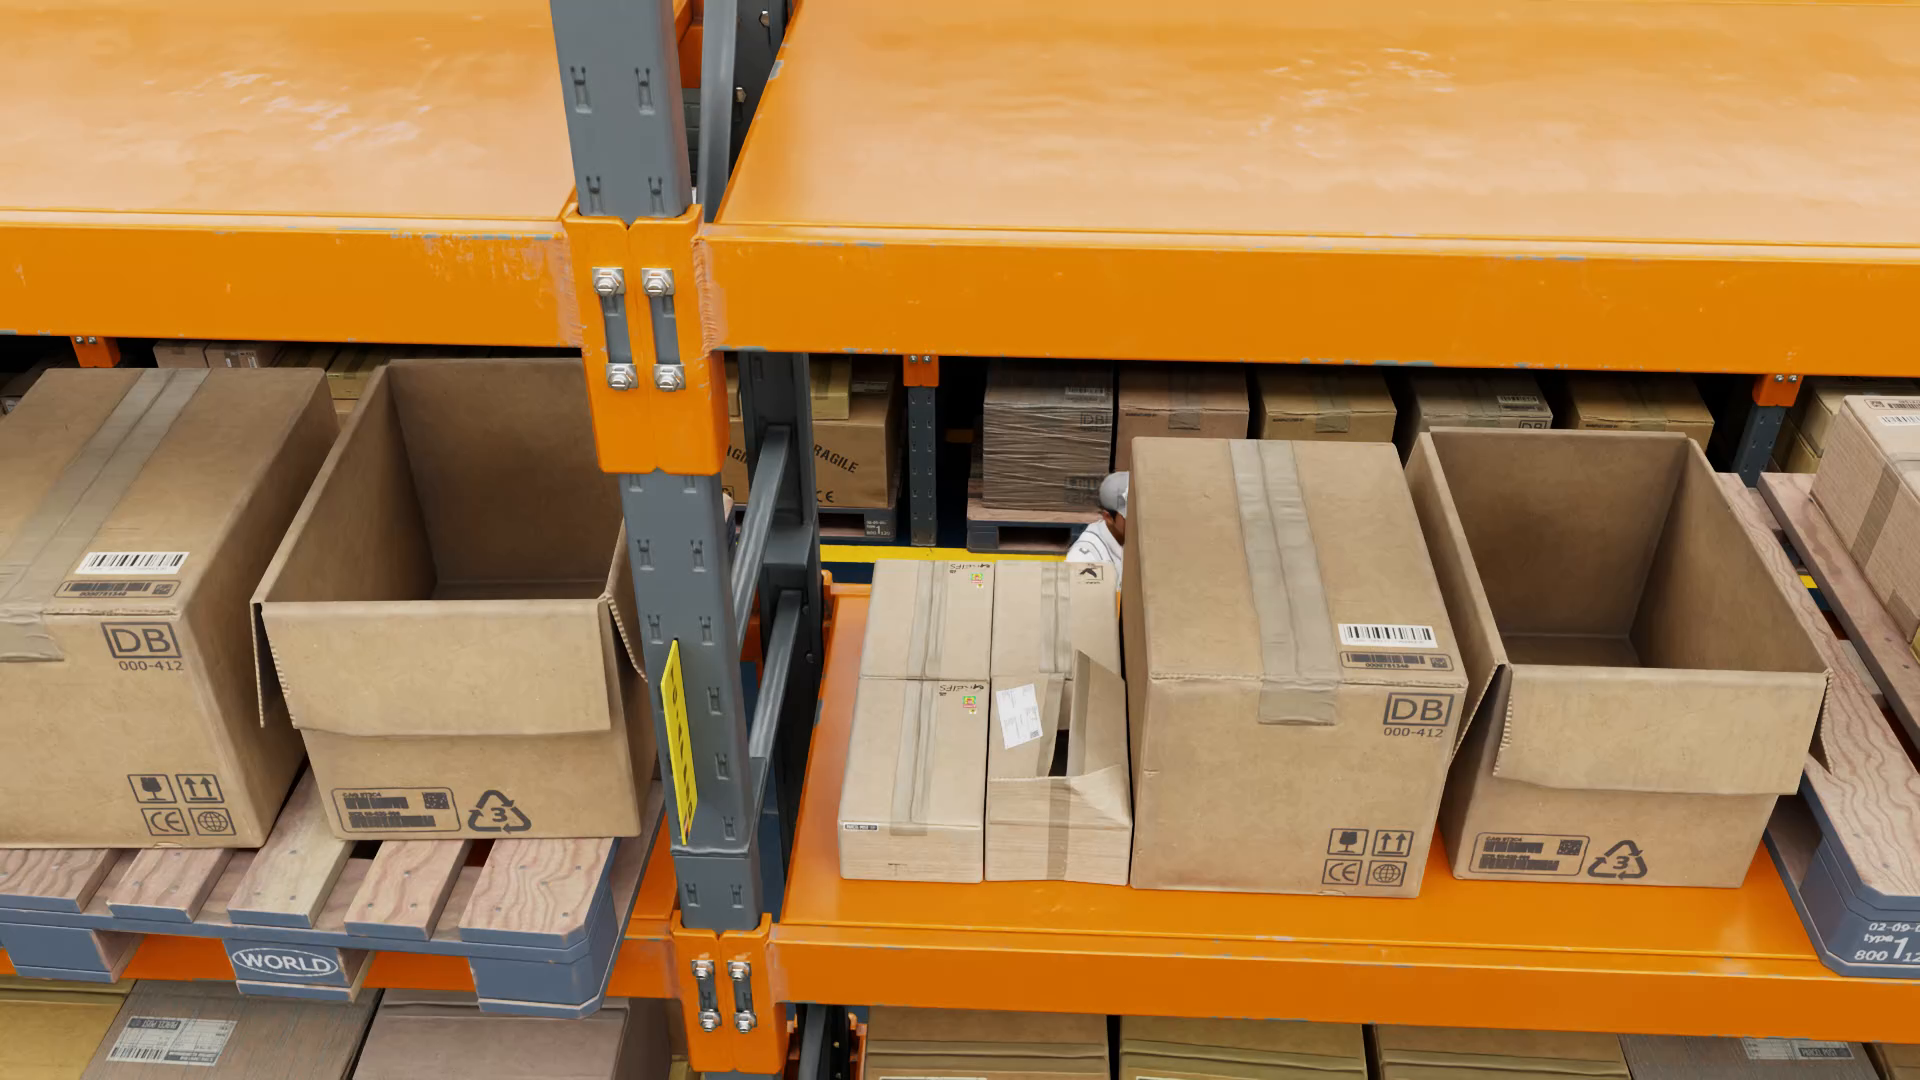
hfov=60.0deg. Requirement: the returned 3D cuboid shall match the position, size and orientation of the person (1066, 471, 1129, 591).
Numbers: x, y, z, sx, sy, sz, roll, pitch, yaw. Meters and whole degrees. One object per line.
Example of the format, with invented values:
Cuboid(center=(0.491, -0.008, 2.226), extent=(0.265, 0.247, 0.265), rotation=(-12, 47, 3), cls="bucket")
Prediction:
Cuboid(center=(0.583, 0.424, 6.504), extent=(0.497, 1.639, 0.686), rotation=(-24, 42, -30), cls="person")
